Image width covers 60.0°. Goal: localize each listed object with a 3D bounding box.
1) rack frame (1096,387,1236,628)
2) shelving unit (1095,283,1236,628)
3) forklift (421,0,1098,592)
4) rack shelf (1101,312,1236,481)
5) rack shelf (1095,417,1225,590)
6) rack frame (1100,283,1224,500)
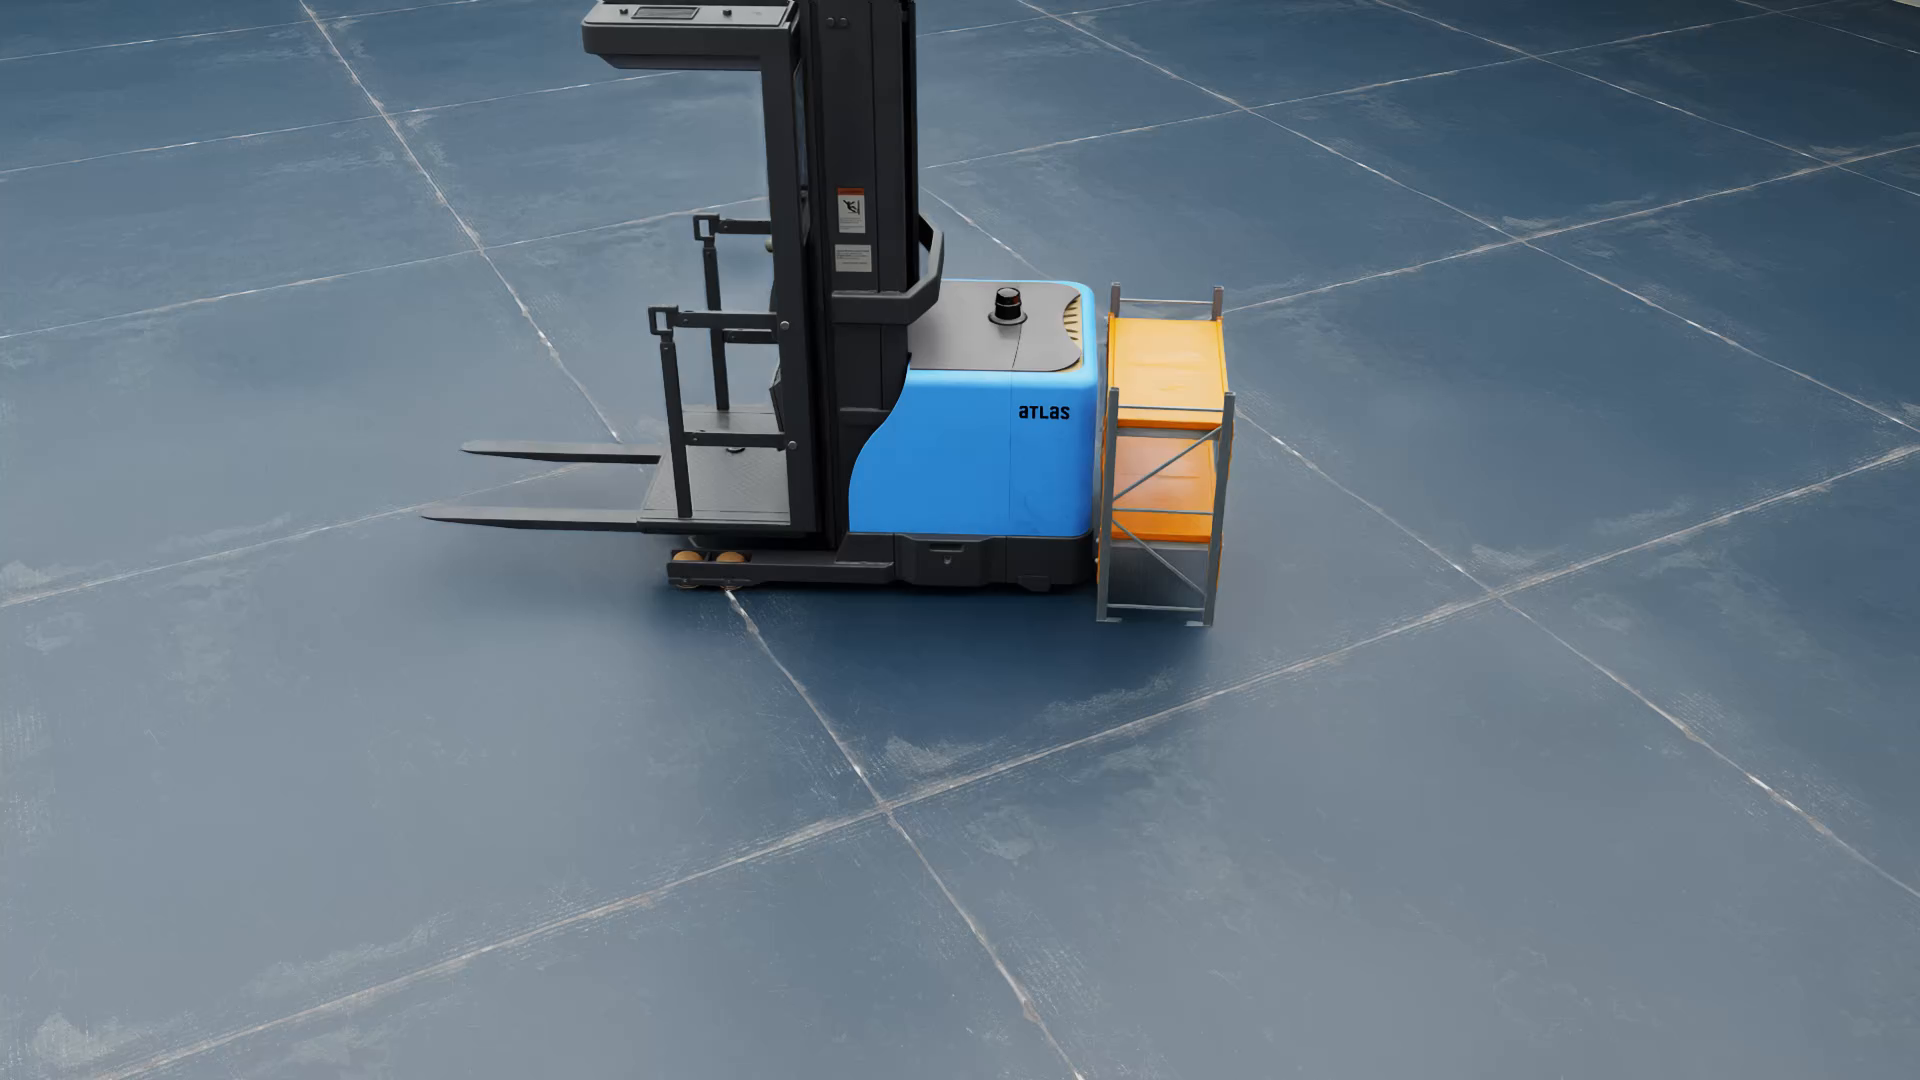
[{"bbox_3d":[0.840,-0.116,6.889,0.500,1.125,0.032,3,33,4],"label":"rack frame"},{"bbox_3d":[0.884,-0.390,7.315,0.538,1.125,1.048,3,33,4],"label":"shelving unit"},{"bbox_3d":[-0.909,-1.295,7.055,3.031,2.935,1.130,1,33,2],"label":"forklift"},{"bbox_3d":[0.884,-0.636,7.157,0.538,0.278,1.000,3,33,4],"label":"rack shelf"},{"bbox_3d":[0.884,-0.184,7.447,0.538,0.278,1.000,3,33,4],"label":"rack shelf"},{"bbox_3d":[0.927,-0.663,7.742,0.500,1.125,0.032,3,33,4],"label":"rack frame"}]
